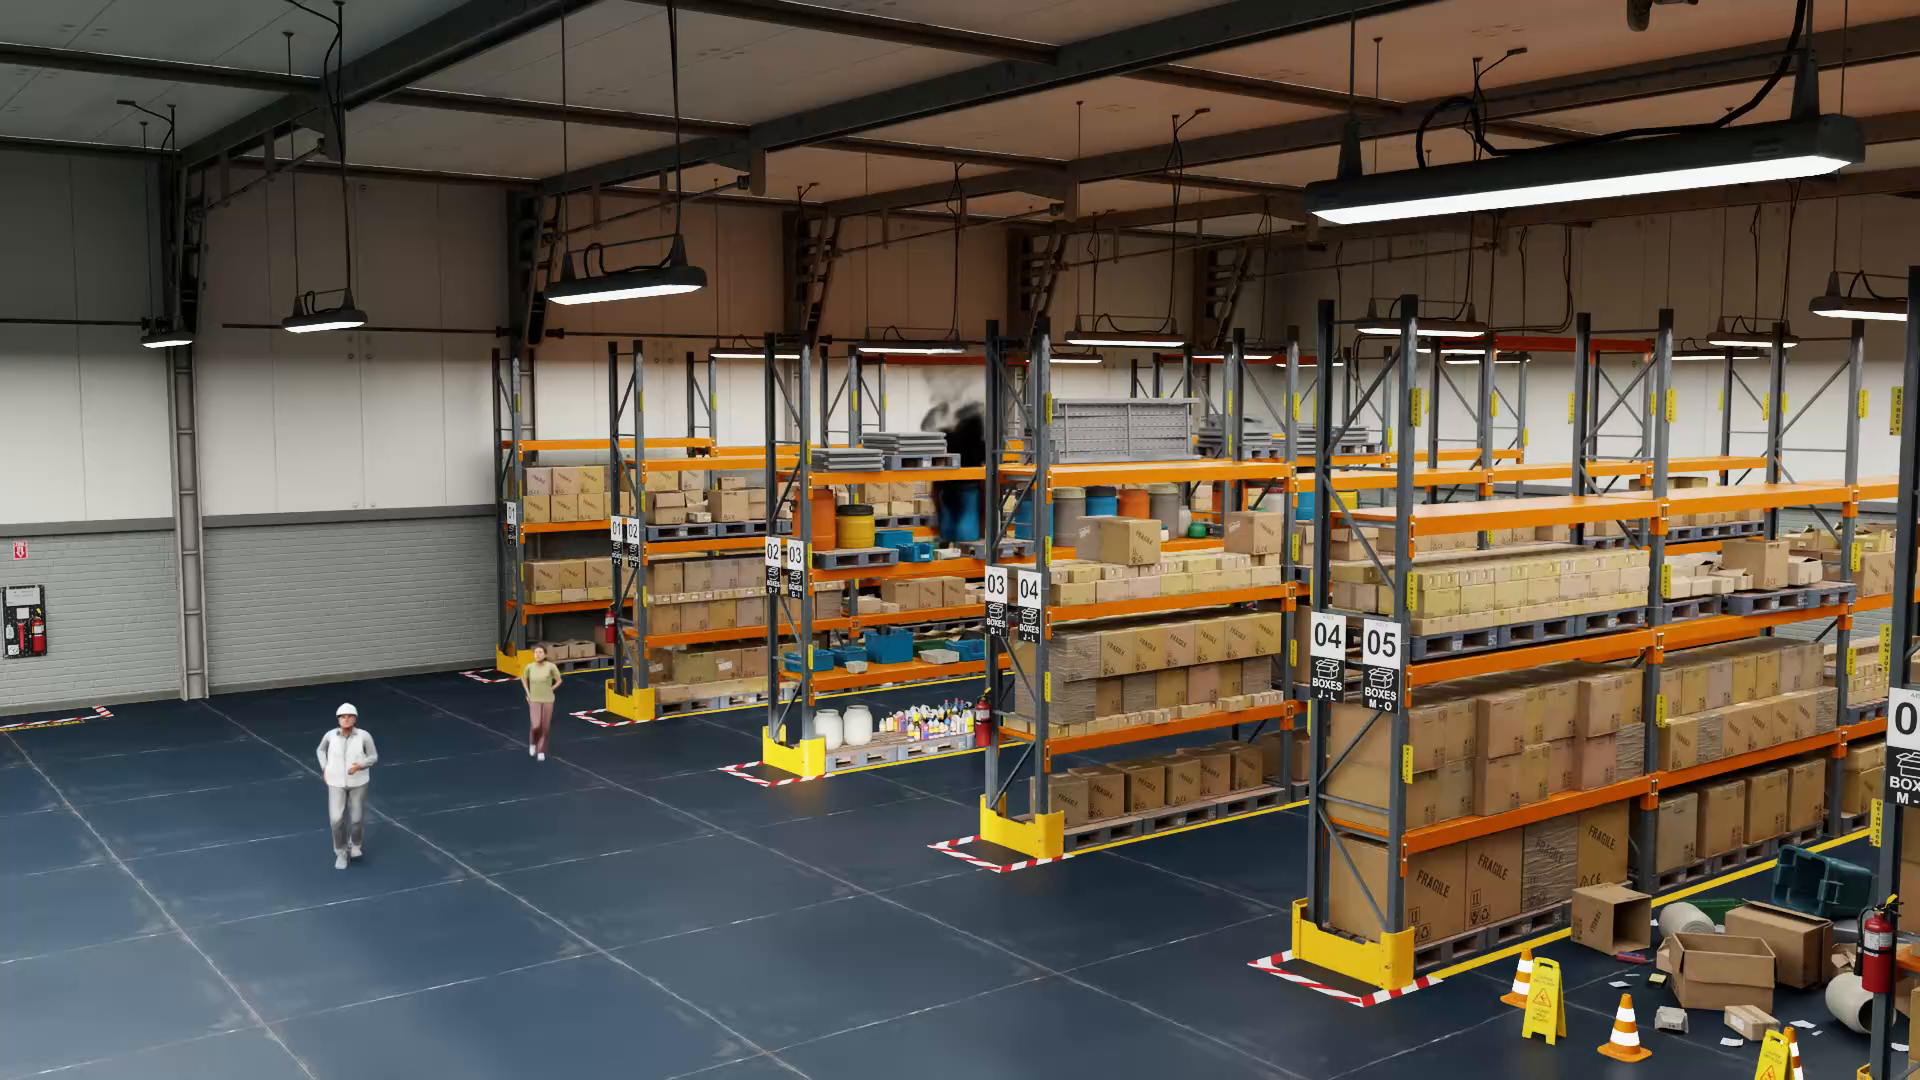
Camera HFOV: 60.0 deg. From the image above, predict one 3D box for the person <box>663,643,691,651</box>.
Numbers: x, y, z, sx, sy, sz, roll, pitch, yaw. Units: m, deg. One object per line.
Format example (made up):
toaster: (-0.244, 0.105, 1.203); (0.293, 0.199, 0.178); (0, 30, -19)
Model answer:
person: (-4.948, 1.678, 29.379); (0.654, 1.834, 0.835); (5, 7, 43)

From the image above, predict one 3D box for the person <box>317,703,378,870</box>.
person: (-6.715, 2.706, 18.237); (0.649, 1.834, 0.658); (-1, 5, -16)

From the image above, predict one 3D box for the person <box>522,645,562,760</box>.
person: (-5.890, 2.292, 23.427); (0.565, 1.637, 0.538); (-1, 5, -11)
